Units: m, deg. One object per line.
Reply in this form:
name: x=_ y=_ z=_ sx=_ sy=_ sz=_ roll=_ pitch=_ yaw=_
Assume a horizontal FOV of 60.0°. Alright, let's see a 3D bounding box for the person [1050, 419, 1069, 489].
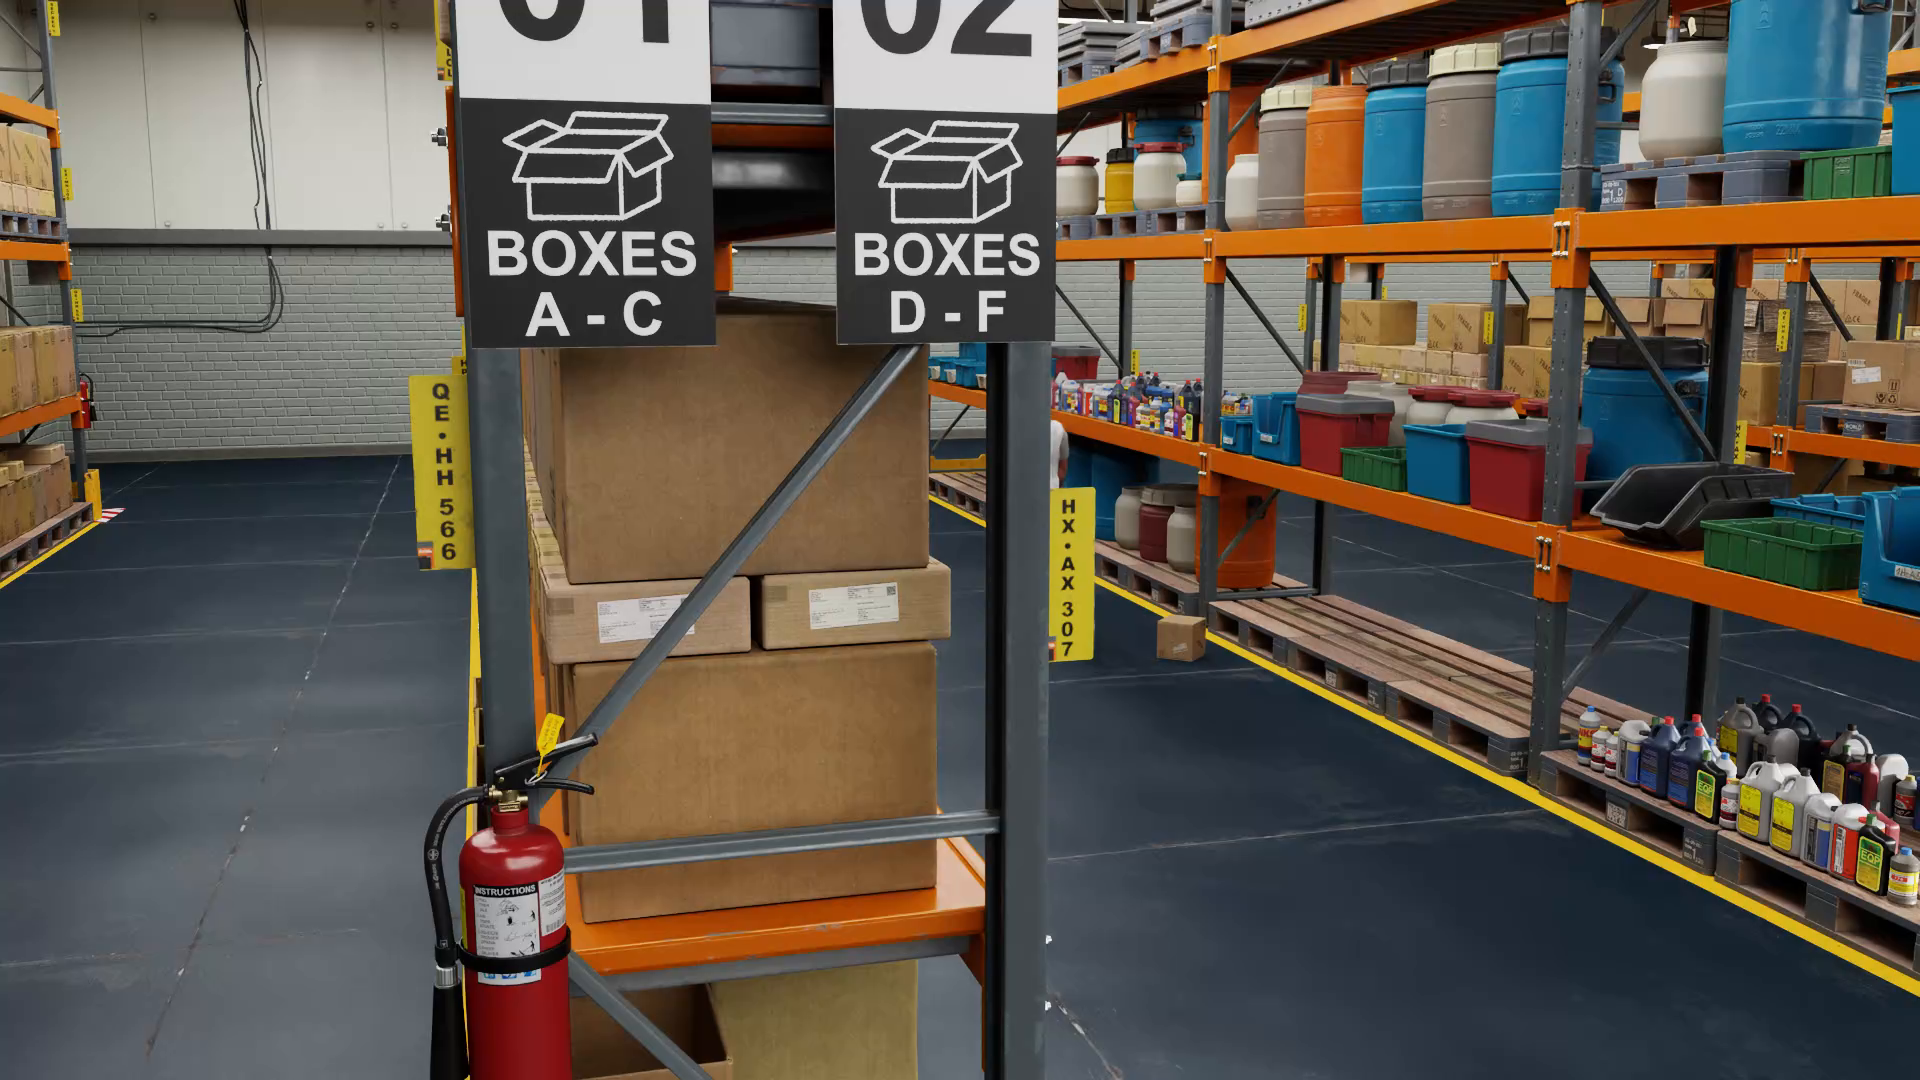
person: x=0.539 y=-0.295 z=12.173 sx=0.537 sy=1.742 sz=1.066 roll=-3 pitch=9 yaw=-15
